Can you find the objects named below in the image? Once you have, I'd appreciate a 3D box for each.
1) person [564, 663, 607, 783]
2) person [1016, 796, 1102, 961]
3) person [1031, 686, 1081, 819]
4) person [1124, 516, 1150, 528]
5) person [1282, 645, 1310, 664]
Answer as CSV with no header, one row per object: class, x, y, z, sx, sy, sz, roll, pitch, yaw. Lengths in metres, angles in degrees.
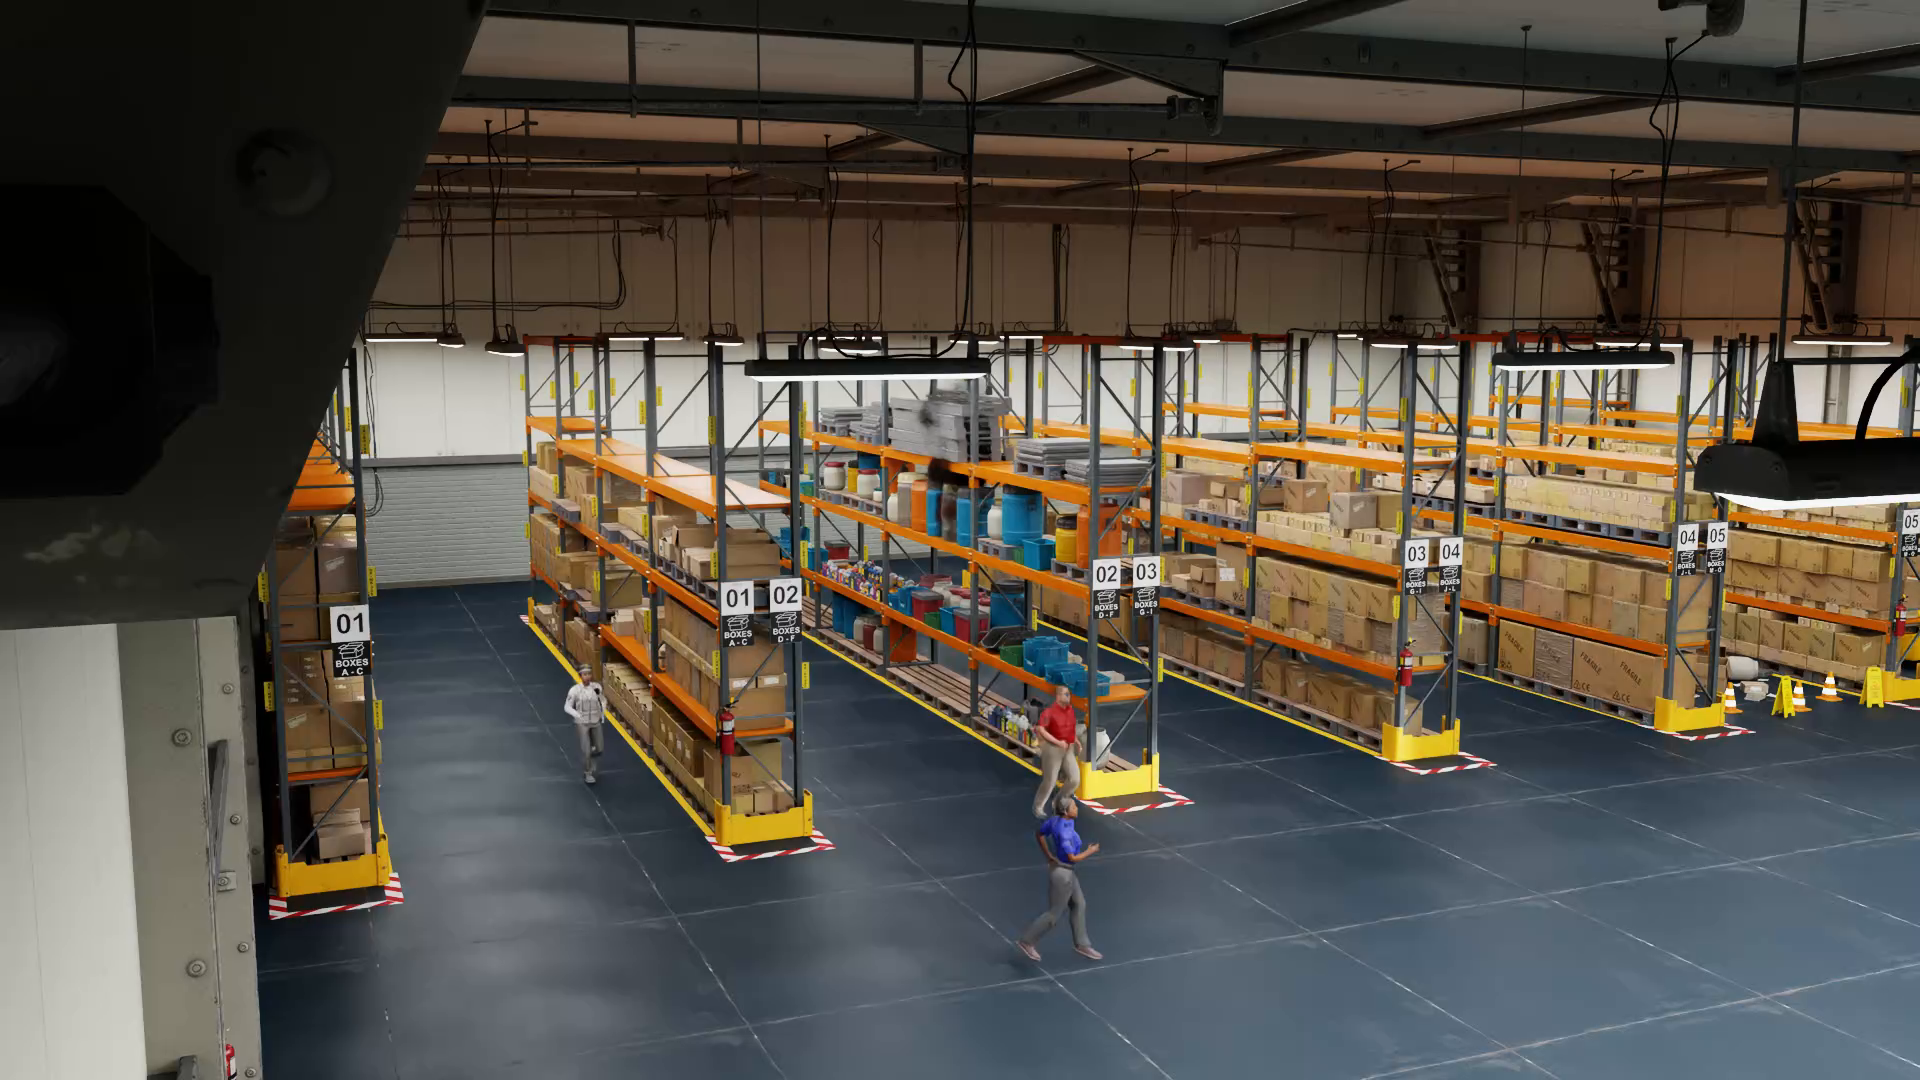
person,-5.078,2.501,22.734,0.611,1.643,0.531,-4,9,-28
person,0.982,3.334,16.333,0.871,1.685,0.595,0,8,-3
person,1.285,2.712,21.085,0.733,1.731,0.614,-6,10,-39
person,4.369,-0.039,41.384,0.696,1.838,0.719,6,10,39
person,6.220,1.364,30.780,0.710,1.756,0.861,-5,9,-31
